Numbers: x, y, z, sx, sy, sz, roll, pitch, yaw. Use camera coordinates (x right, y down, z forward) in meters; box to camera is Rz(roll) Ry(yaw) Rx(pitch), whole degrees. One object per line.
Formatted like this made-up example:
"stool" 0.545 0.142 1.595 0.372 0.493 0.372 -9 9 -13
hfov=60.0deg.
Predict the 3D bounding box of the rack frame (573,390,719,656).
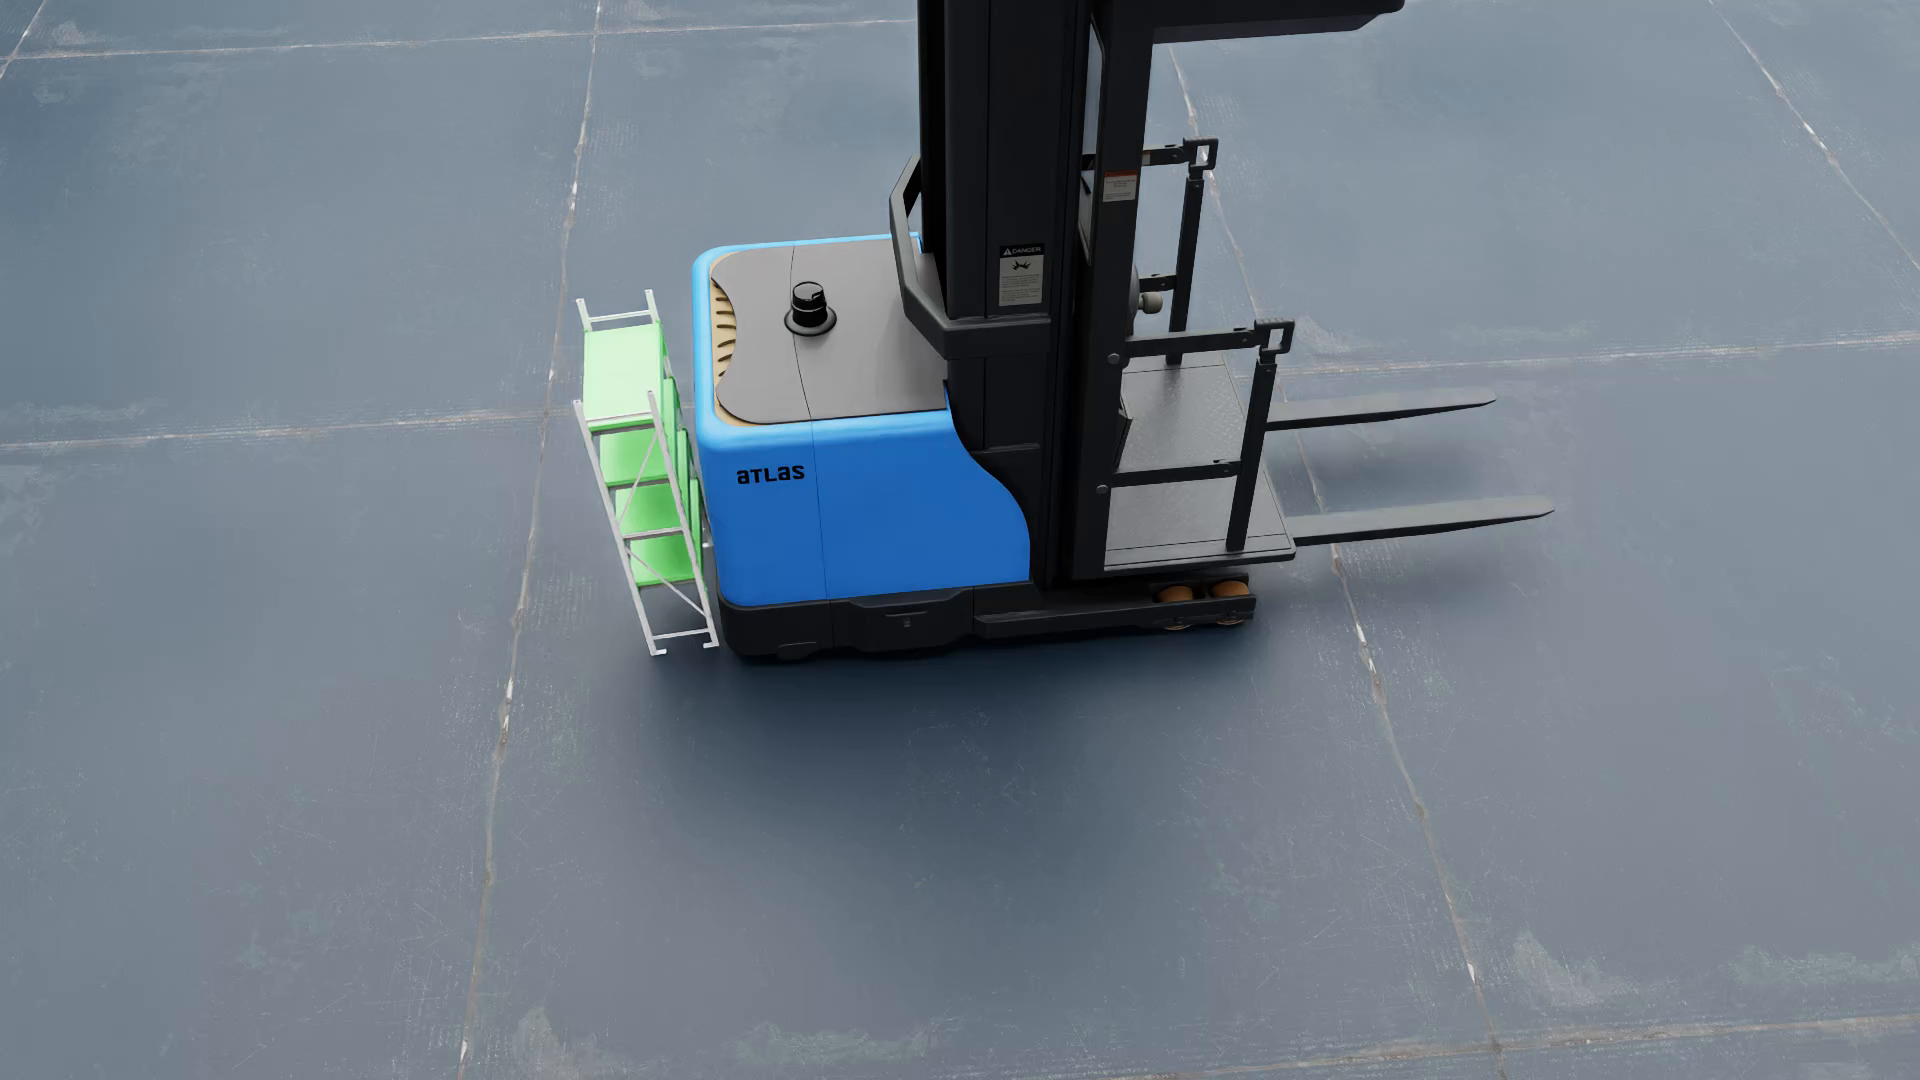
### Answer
"rack frame" -1.006 -0.023 5.435 0.240 1.200 0.015 -8 47 -3

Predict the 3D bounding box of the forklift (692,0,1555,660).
"forklift" 0.621 -1.065 5.240 3.031 2.935 1.130 -5 47 -5

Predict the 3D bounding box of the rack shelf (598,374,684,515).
"rack shelf" -1.050 -0.318 5.473 0.258 0.148 0.480 -8 47 -3

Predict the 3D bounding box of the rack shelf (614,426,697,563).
"rack shelf" -1.035 -0.155 5.648 0.258 0.148 0.480 -8 47 -3

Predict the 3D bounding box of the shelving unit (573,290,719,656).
"shelving unit" -1.039 -0.198 5.601 0.258 1.200 0.503 -8 47 -3

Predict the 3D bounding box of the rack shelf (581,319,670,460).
"rack shelf" -1.064 -0.482 5.297 0.258 0.148 0.480 -8 47 -3

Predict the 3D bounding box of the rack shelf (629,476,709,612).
"rack shelf" -1.021 0.009 5.823 0.258 0.148 0.480 -8 47 -3

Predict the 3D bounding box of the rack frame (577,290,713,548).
"rack frame" -1.072 -0.374 5.767 0.240 1.200 0.015 -8 47 -3
